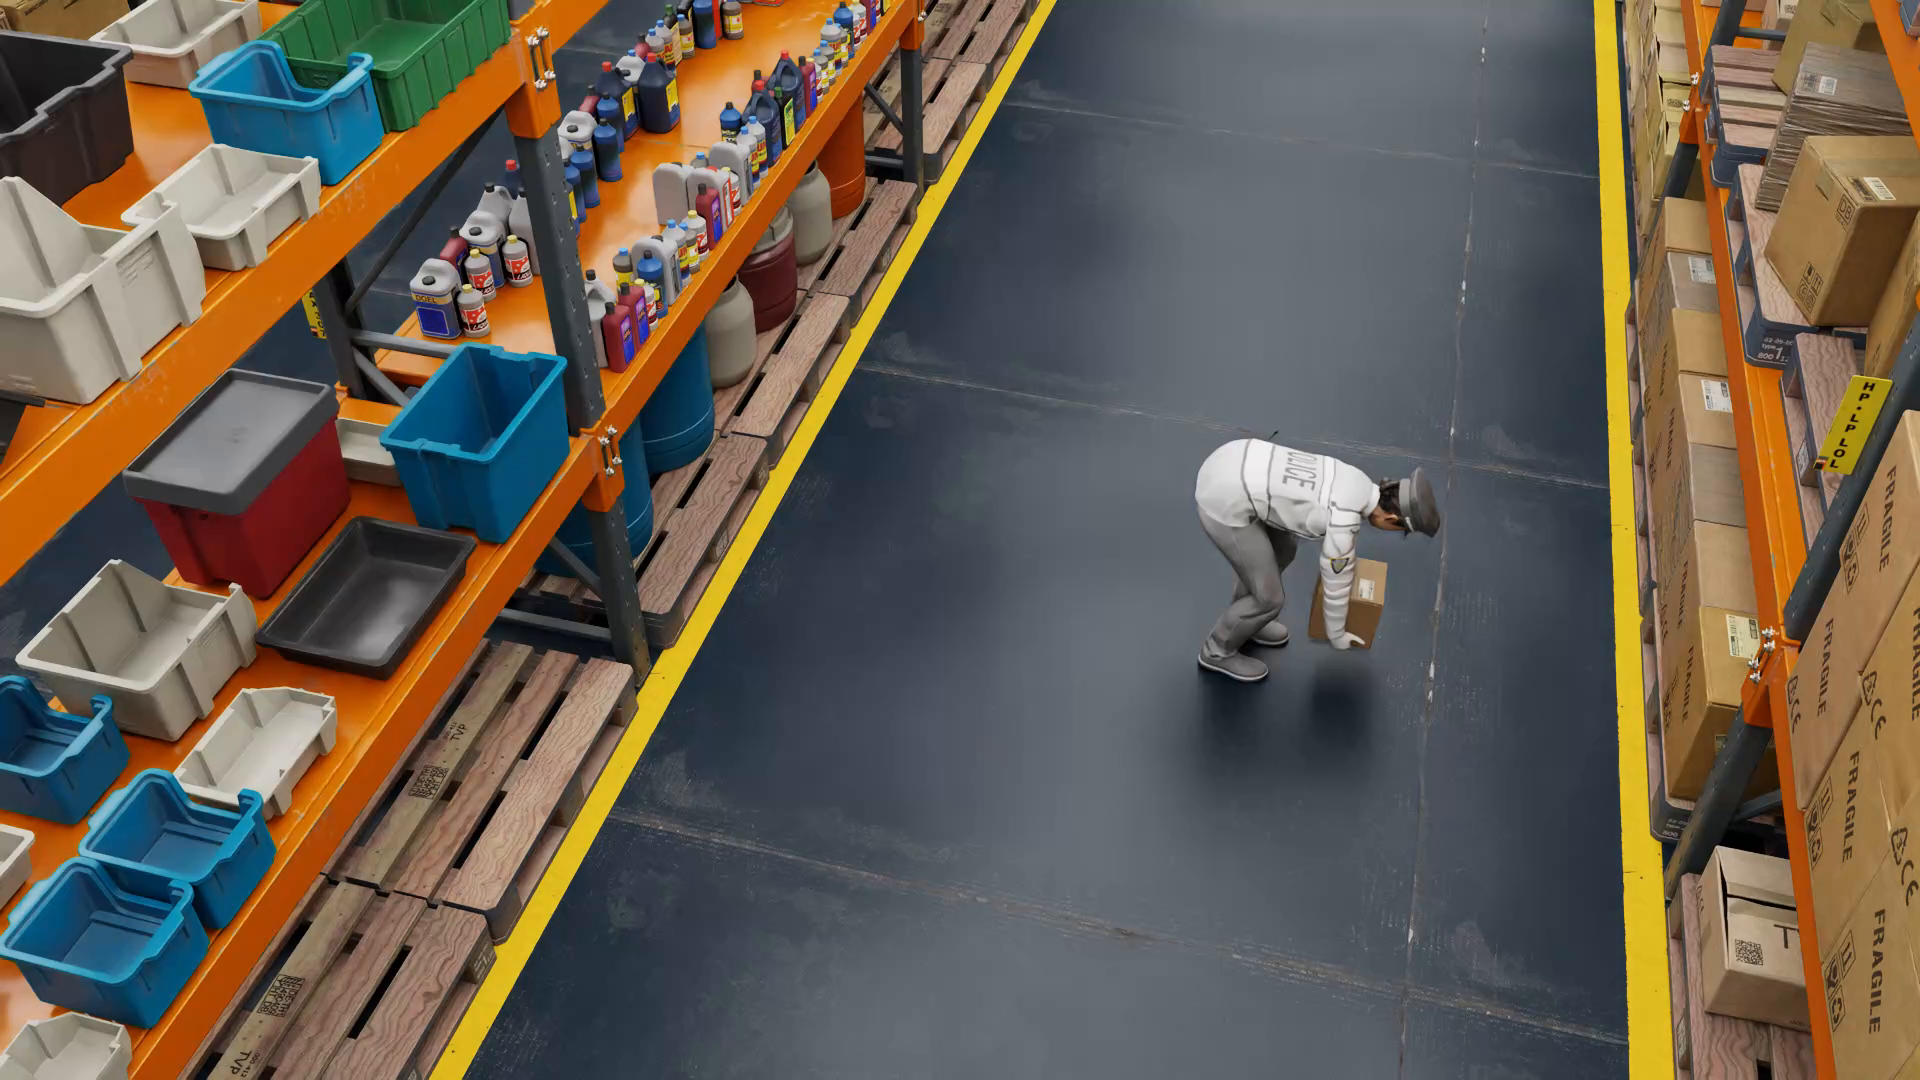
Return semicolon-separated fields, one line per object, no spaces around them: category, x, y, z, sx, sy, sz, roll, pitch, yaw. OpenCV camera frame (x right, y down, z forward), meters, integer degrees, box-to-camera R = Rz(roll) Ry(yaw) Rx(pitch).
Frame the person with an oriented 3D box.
person;1.356;0.103;6.524;0.924;1.030;0.415;9;42;10
